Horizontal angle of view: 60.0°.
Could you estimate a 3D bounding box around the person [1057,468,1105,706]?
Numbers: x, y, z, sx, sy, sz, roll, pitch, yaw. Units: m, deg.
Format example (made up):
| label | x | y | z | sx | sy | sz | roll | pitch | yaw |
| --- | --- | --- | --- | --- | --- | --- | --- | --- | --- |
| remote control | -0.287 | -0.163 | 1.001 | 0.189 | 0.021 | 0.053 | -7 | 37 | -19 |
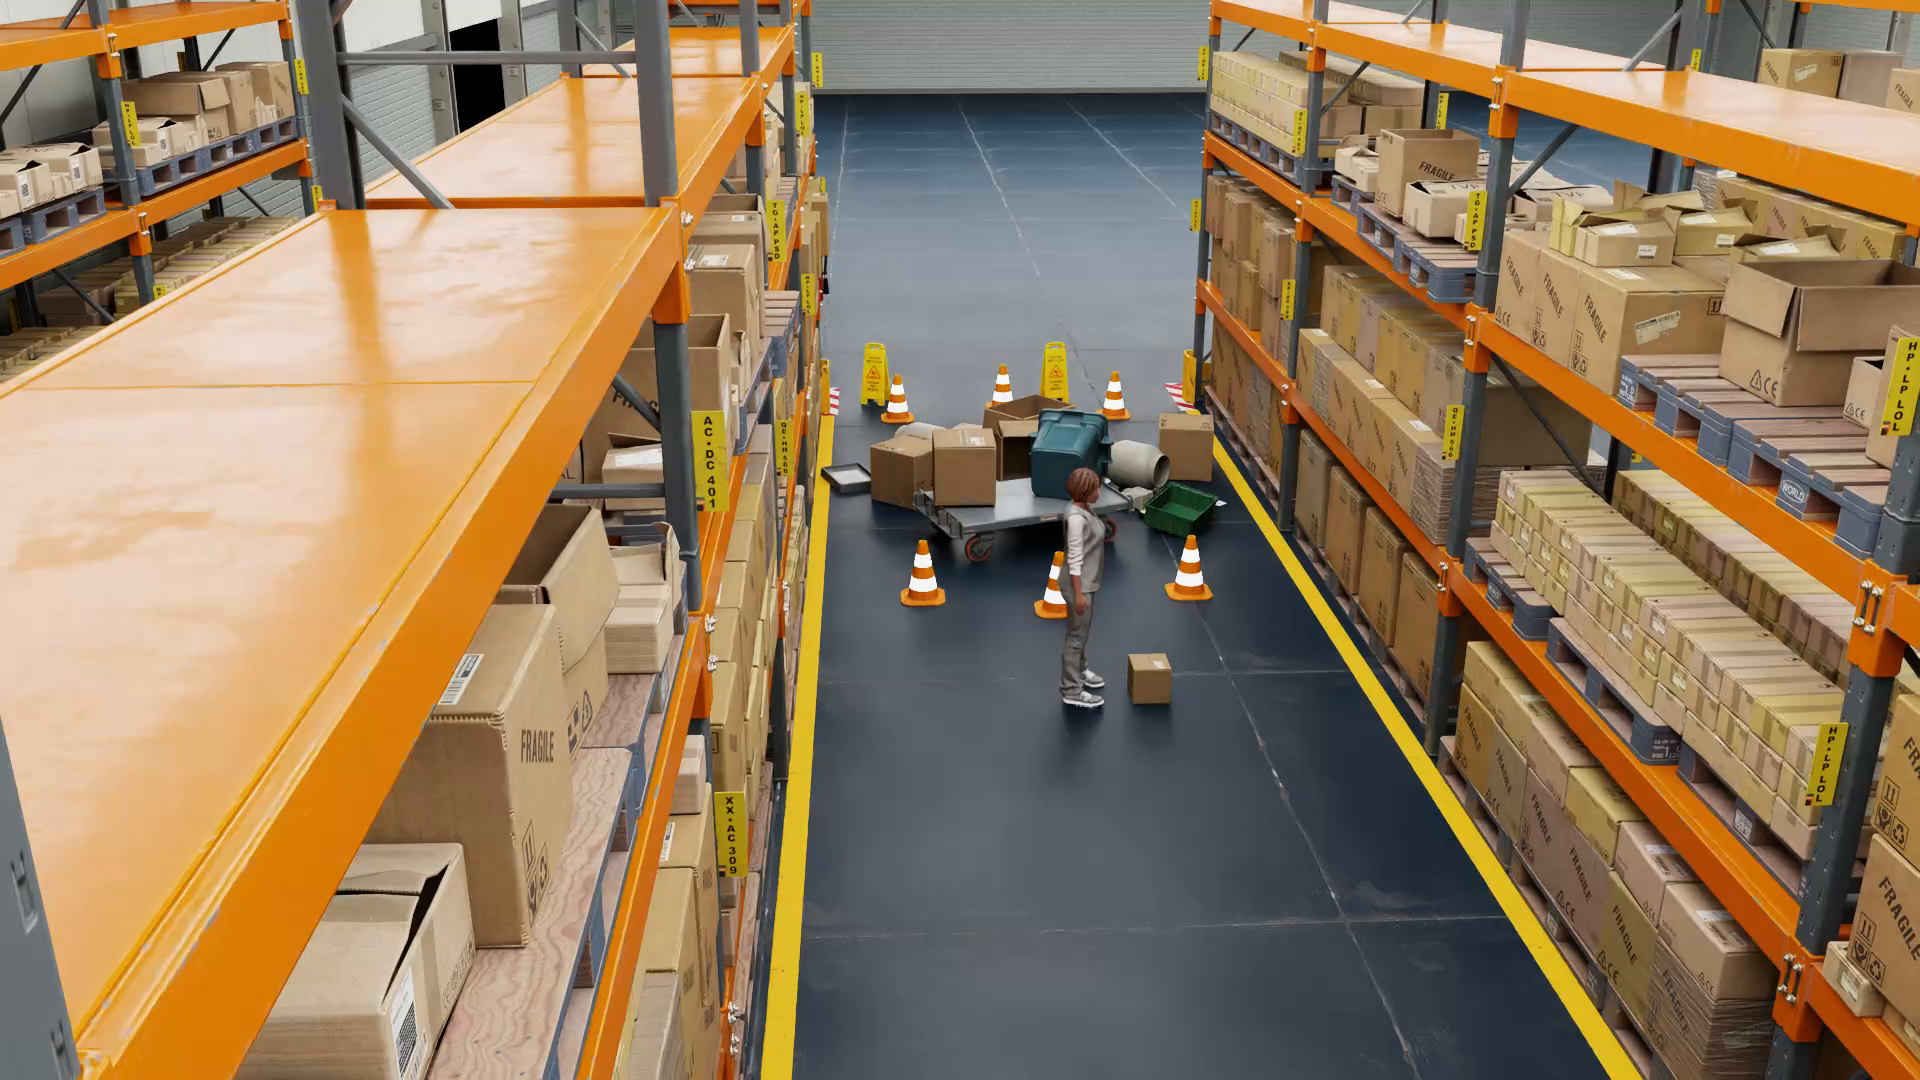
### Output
| label | x | y | z | sx | sy | sz | roll | pitch | yaw |
| --- | --- | --- | --- | --- | --- | --- | --- | --- | --- |
| person | 0.795 | 0.289 | 10.812 | 0.332 | 1.603 | 0.499 | 2 | 21 | 6 |
